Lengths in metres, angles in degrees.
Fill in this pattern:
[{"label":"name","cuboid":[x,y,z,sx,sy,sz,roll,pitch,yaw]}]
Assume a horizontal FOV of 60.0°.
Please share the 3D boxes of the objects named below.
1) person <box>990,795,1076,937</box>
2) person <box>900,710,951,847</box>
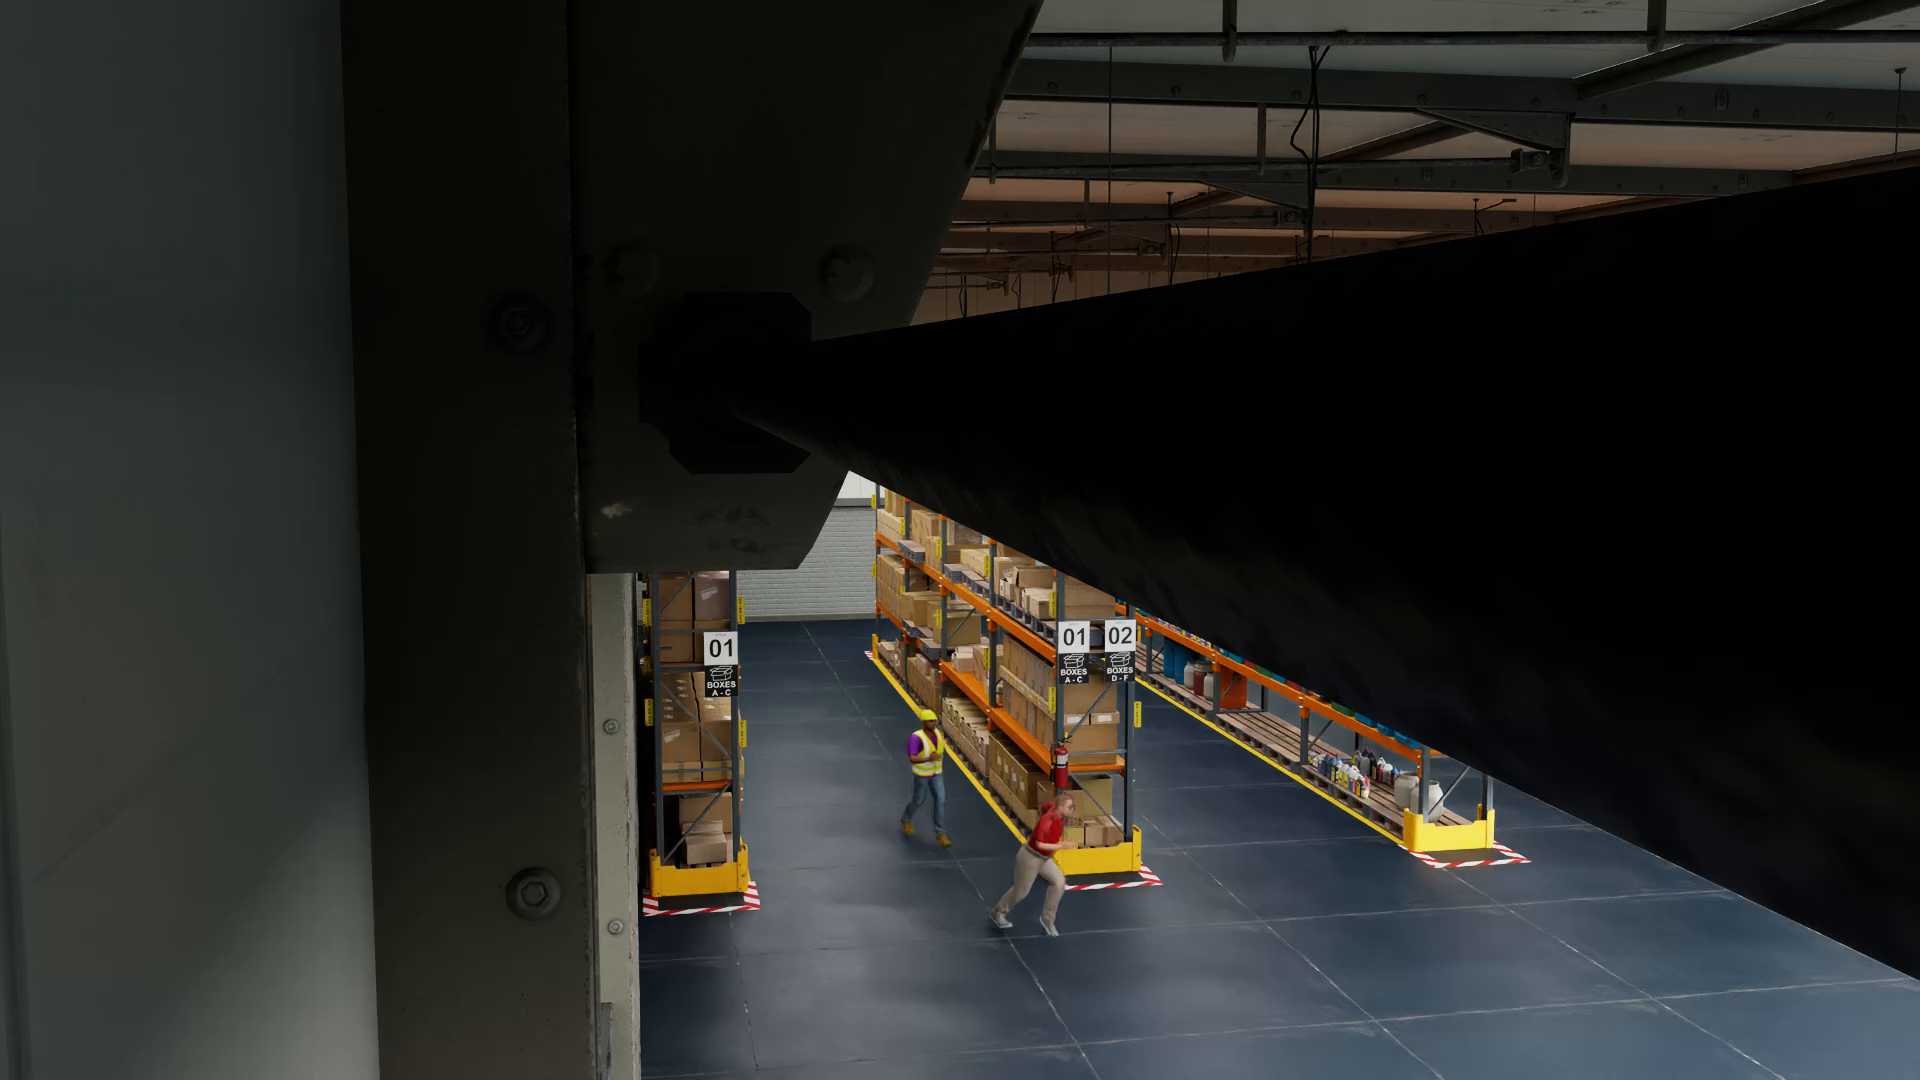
[{"label":"person","cuboid":[0.830,3.649,18.653,1.021,1.686,0.689,2,6,21]},{"label":"person","cuboid":[-0.455,3.141,22.252,0.688,1.780,0.950,-5,7,-38]}]
